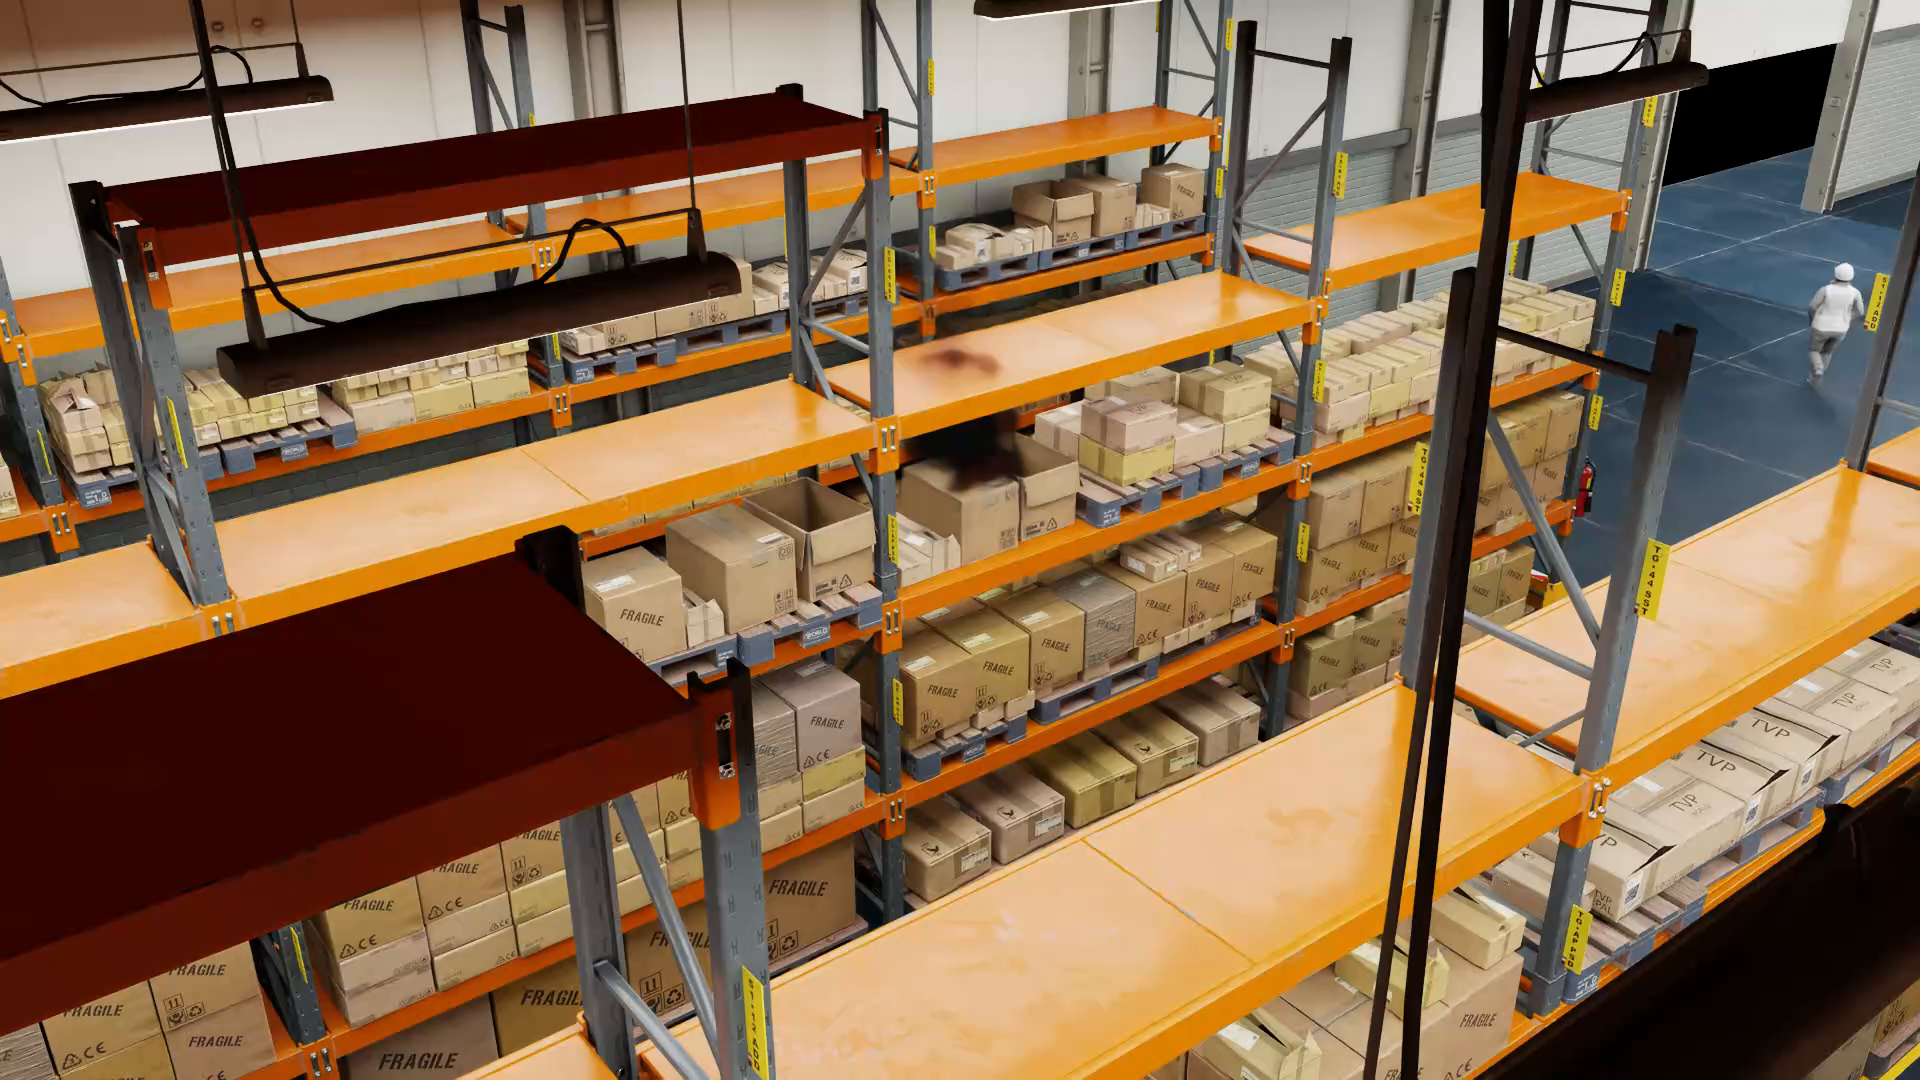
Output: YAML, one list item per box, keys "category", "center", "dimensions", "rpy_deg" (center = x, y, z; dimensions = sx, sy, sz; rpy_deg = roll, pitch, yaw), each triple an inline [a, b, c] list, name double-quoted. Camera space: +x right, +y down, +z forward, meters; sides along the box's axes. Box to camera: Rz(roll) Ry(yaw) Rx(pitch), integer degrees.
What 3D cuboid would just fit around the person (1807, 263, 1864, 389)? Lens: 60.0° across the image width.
- category: "person"
  center: [11.420, -2.777, 21.809]
  dimensions: [0.681, 1.728, 0.654]
  rpy_deg: [6, 27, 12]
